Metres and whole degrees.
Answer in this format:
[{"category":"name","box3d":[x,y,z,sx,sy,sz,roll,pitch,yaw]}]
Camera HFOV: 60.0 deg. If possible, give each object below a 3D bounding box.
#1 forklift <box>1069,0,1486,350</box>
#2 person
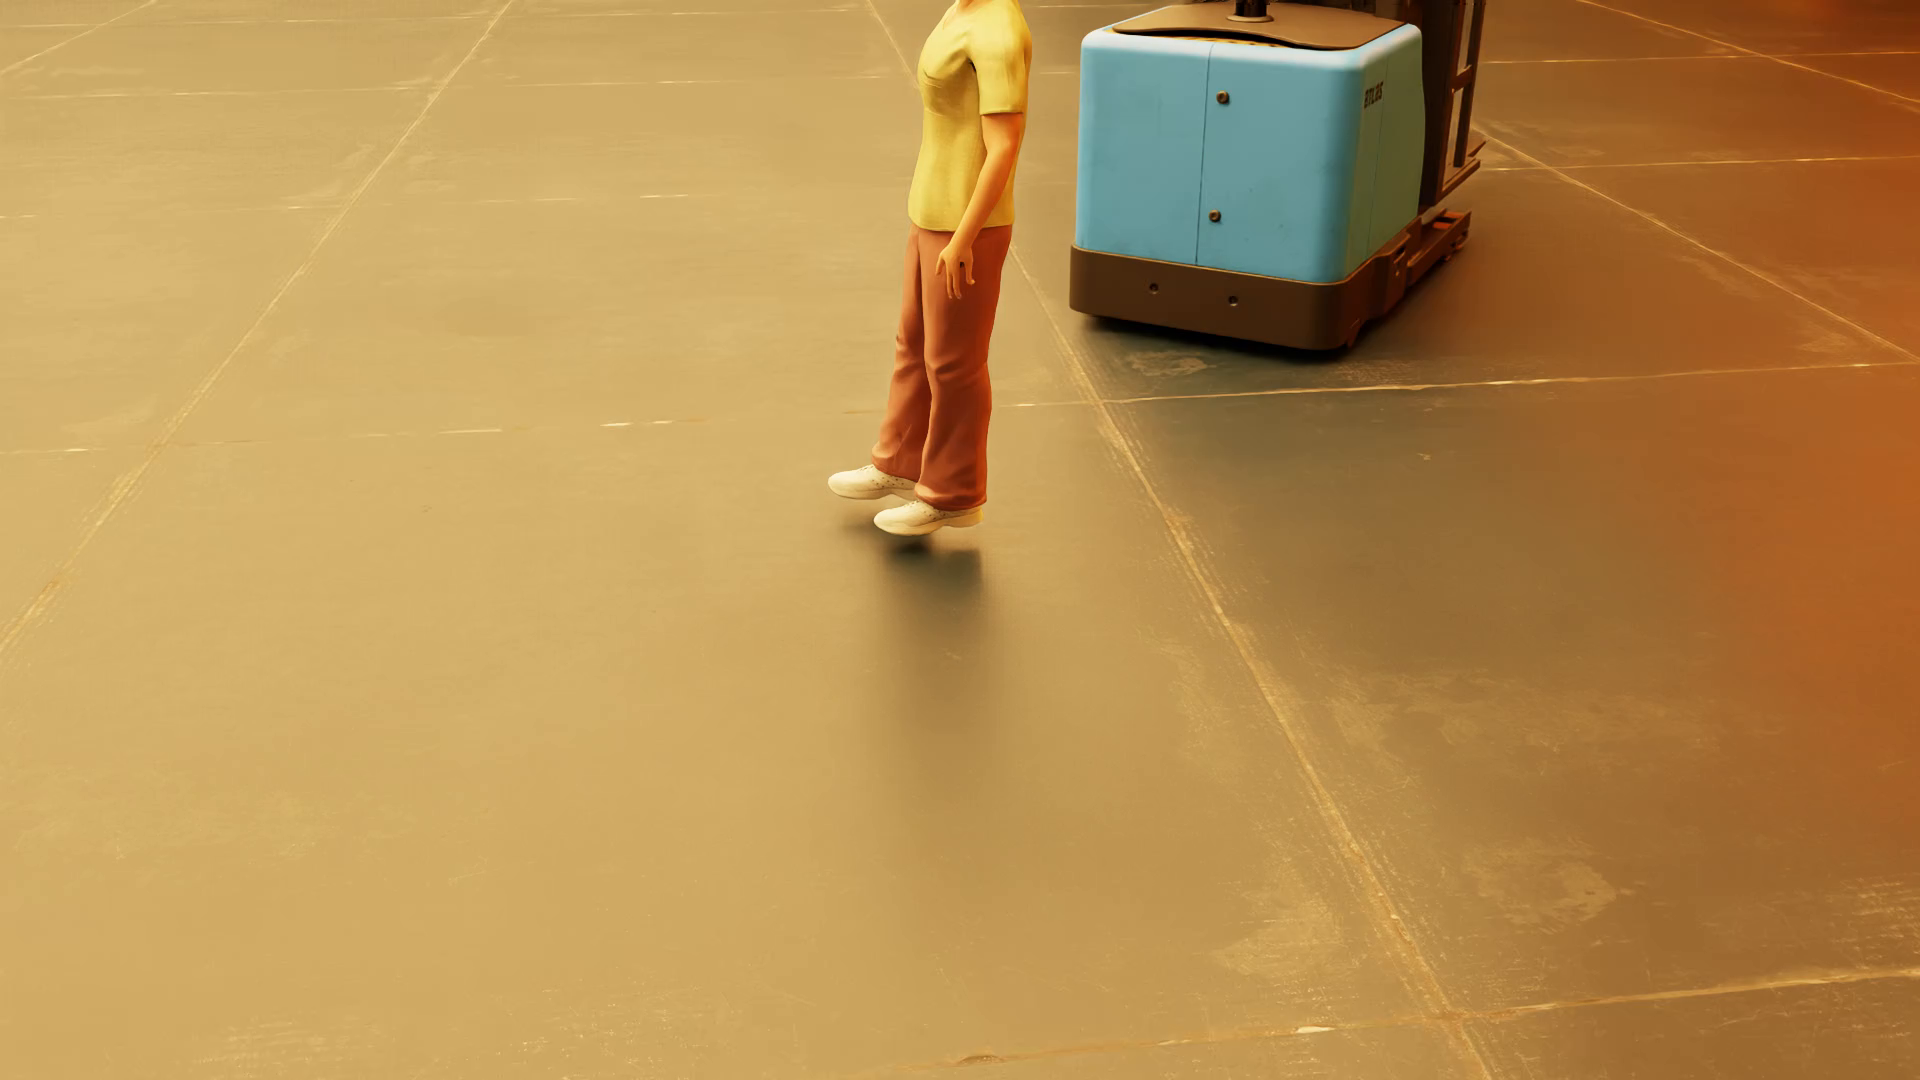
[{"category":"forklift","box3d":[1.561,-2.587,6.598,1.130,2.935,3.031,13,29,26]},{"category":"person","box3d":[-0.075,-0.799,4.223,0.547,1.673,0.553,-3,26,-7]}]
